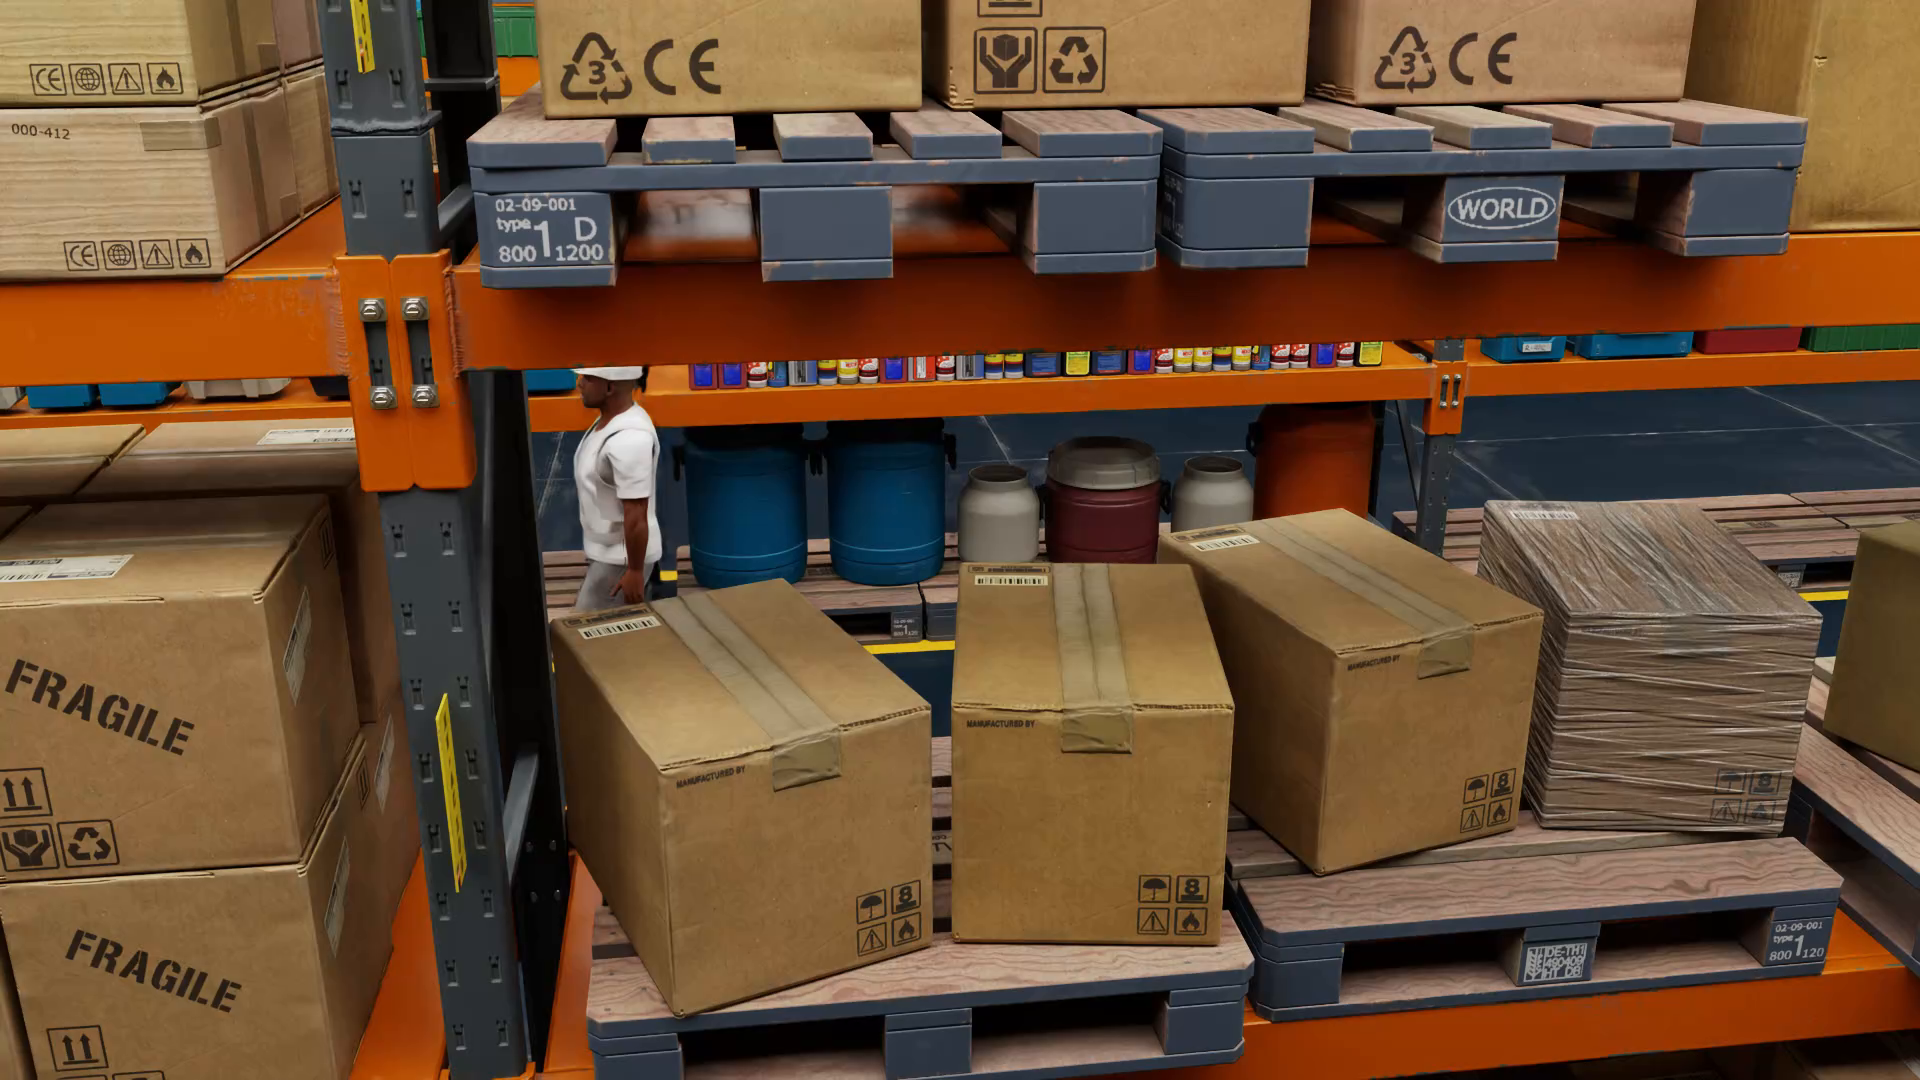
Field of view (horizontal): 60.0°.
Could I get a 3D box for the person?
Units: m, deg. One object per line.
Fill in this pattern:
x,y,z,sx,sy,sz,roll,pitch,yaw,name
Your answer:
-1.374,0.045,6.828,0.499,1.757,0.598,-5,20,-13,person
